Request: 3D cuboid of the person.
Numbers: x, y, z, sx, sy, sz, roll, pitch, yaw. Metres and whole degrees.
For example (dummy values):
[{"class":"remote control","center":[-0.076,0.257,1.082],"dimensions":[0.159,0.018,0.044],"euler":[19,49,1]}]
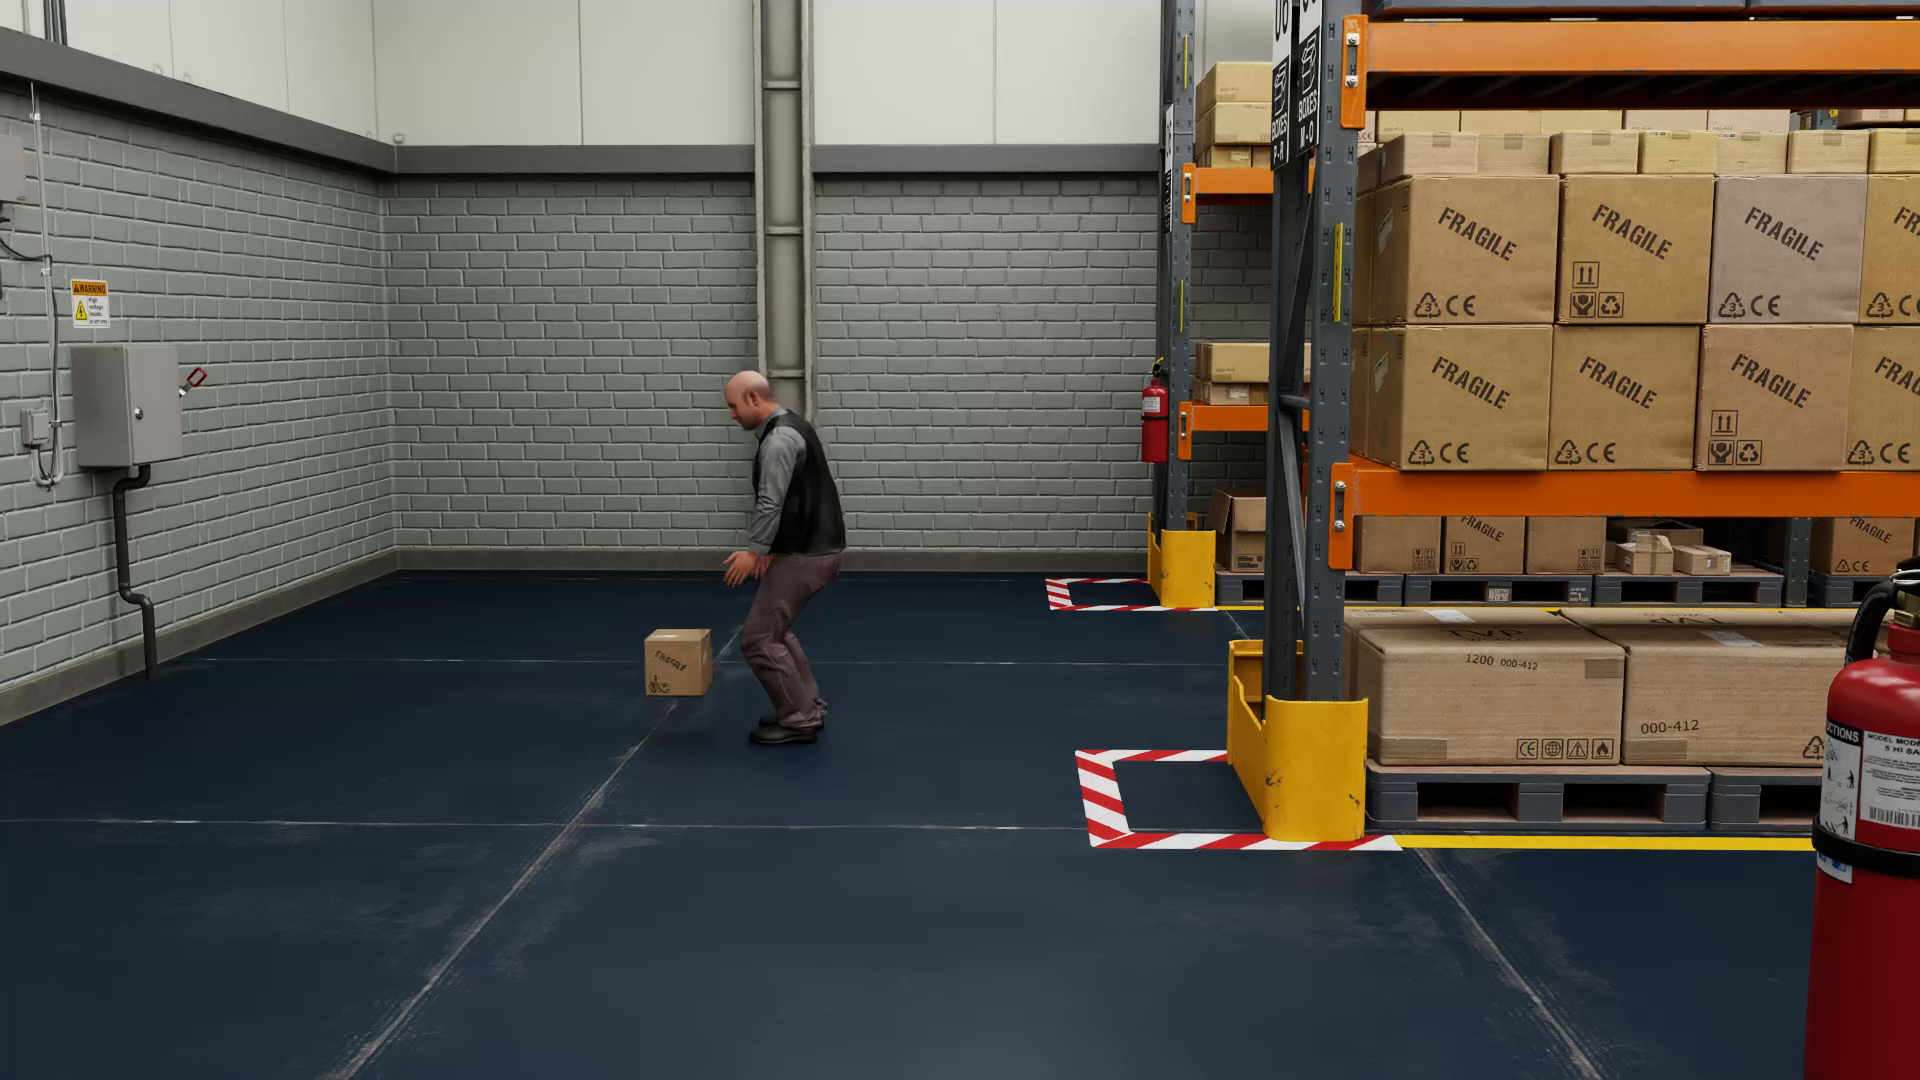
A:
[{"class":"person","center":[-0.770,0.073,7.249],"dimensions":[0.483,1.617,0.574],"euler":[0,7,2]}]
